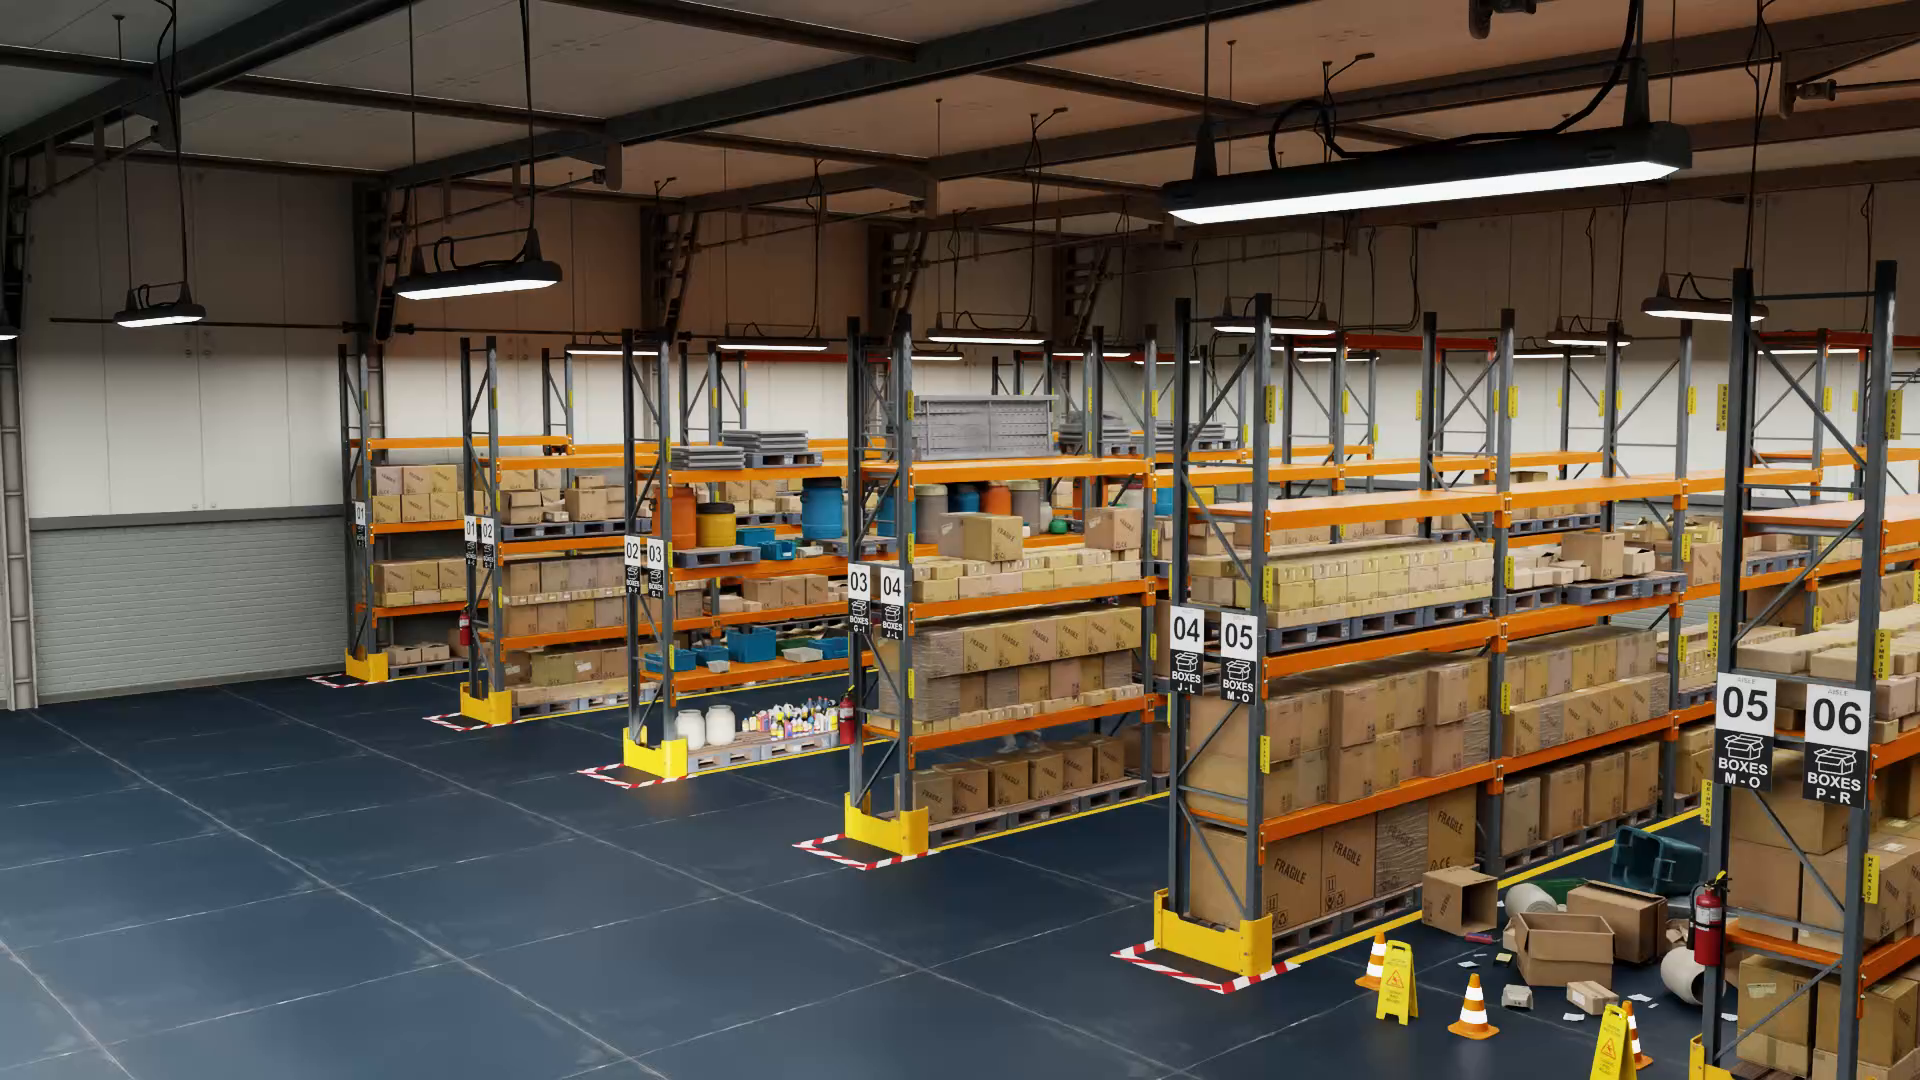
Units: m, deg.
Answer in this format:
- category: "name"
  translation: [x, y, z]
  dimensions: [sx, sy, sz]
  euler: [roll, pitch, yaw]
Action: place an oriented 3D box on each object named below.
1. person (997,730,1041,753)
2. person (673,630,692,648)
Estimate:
- category: "person"
  translation: [0.690, 2.142, 22.455]
  dimensions: [0.863, 1.513, 0.575]
  euler: [-2, 6, -23]
- category: "person"
  translation: [-5.116, 1.545, 30.792]
  dimensions: [0.699, 1.740, 0.925]
  euler: [3, 6, 32]
